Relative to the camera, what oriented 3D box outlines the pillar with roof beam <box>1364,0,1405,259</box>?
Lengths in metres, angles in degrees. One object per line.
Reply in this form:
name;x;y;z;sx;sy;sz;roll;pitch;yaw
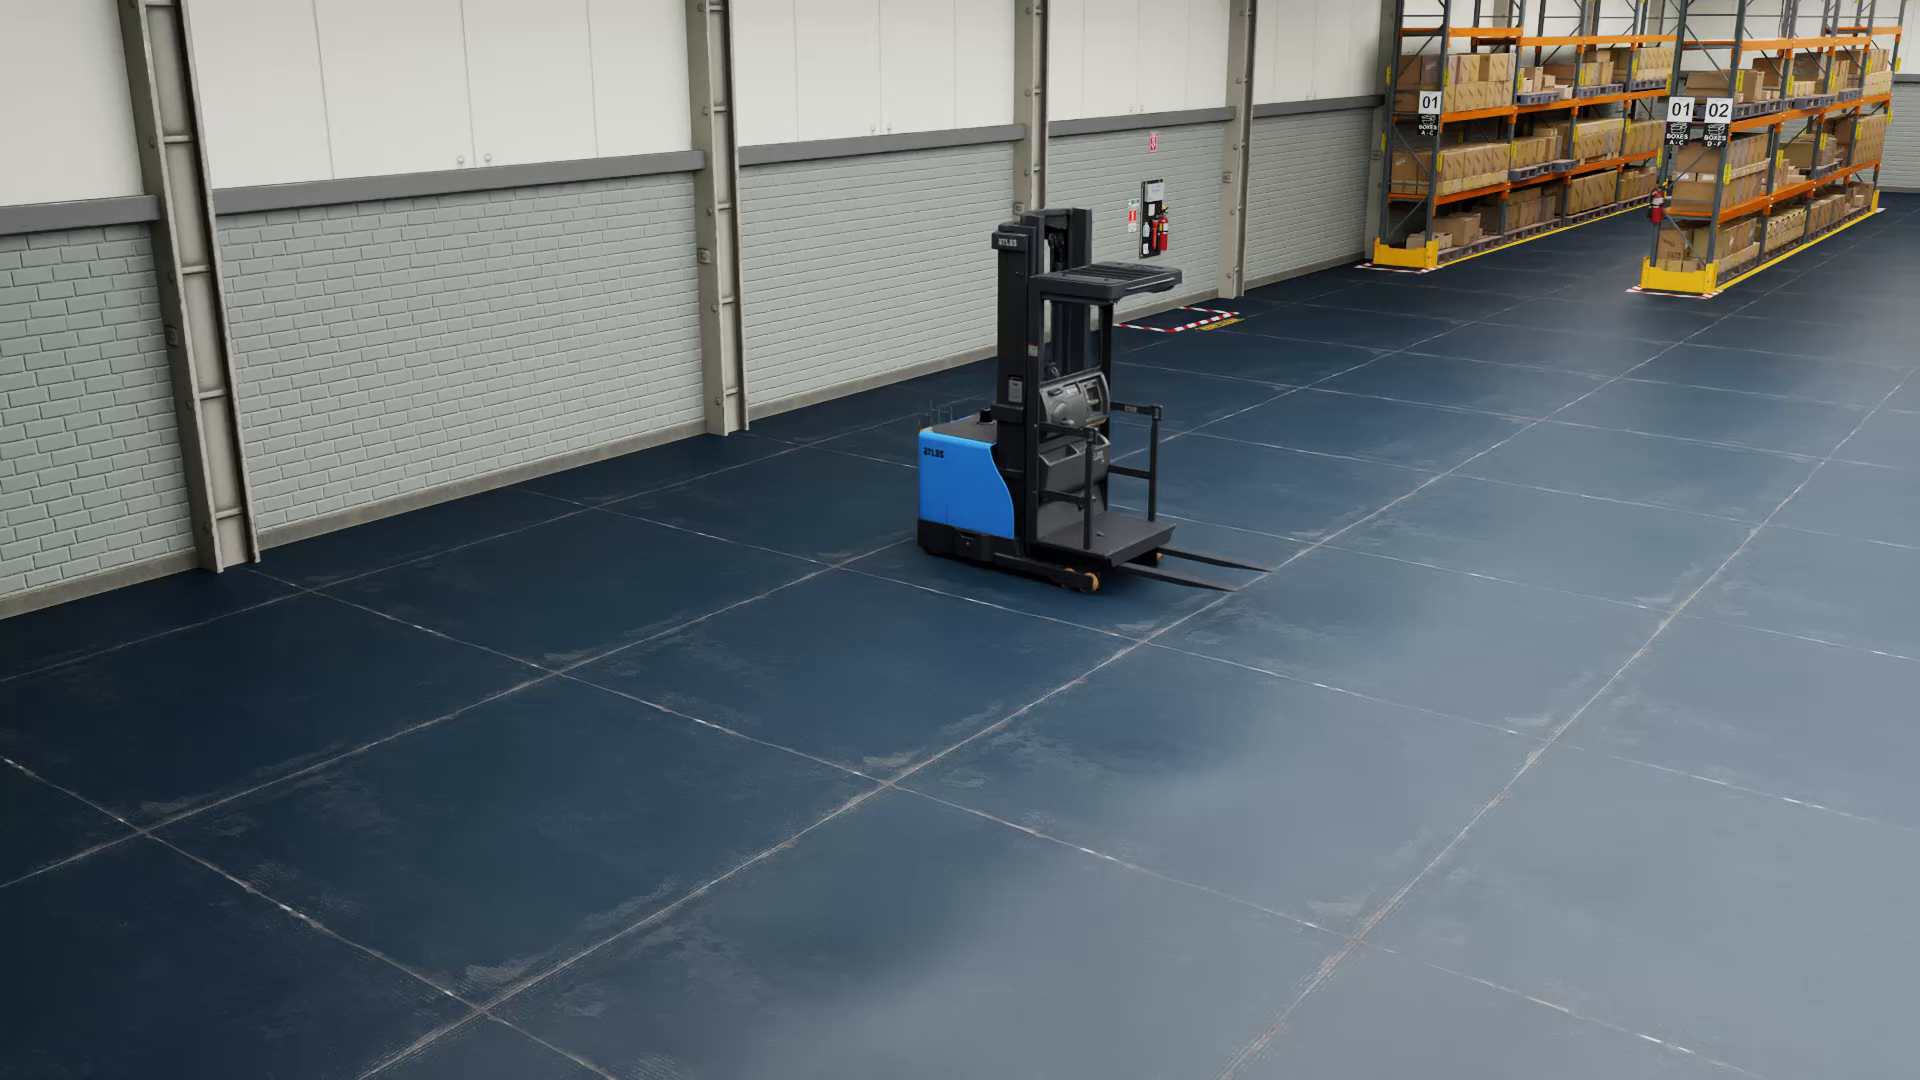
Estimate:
pillar with roof beam;11.562;-9.053;28.723;9.100;9.000;0.400;12;21;35

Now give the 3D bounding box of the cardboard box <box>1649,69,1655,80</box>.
cardboard box;16.771;-11.457;40.898;0.500;0.250;0.500;12;21;33

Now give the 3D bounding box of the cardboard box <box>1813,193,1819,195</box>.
cardboard box;19.029;-7.557;37.494;0.500;0.500;0.500;11;21;32

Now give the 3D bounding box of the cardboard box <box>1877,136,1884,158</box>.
cardboard box;21.848;-9.459;39.976;0.500;0.500;0.500;13;22;36

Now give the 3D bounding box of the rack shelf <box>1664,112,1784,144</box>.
rack shelf;13.555;-7.320;29.413;1.077;0.370;4.000;12;21;35

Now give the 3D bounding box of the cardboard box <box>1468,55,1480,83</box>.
cardboard box;9.443;-8.880;31.335;0.500;0.500;0.500;13;22;36

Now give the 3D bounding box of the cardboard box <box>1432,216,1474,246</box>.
cardboard box;9.684;-6.096;32.790;0.700;0.500;0.500;11;20;31

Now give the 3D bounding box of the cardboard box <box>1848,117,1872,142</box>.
cardboard box;20.634;-9.446;38.249;0.500;0.500;0.500;12;21;33

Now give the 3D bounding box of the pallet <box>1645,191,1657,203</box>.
pallet;17.502;-8.904;43.061;1.003;0.211;1.213;12;21;35

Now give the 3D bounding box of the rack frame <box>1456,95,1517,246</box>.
rack frame;10.766;-7.582;34.101;1.000;3.000;0.127;12;21;35

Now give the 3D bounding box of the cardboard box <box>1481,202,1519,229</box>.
cardboard box;11.459;-6.908;35.405;0.700;0.500;0.500;12;21;34

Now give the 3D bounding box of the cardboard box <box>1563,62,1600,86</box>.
cardboard box;14.290;-10.736;38.288;0.700;0.500;0.500;12;21;35

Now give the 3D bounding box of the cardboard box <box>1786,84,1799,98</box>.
cardboard box;15.935;-8.713;32.232;0.500;0.250;0.500;10;20;30

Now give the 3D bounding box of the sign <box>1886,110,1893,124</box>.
sign;22.330;-10.167;39.939;0.100;0.325;0.005;12;21;35

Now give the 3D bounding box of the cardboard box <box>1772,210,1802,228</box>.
cardboard box;16.711;-6.522;33.671;0.500;0.311;0.500;12;21;34

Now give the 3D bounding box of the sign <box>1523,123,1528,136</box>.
sign;12.702;-9.185;37.311;0.100;0.325;0.005;12;21;35

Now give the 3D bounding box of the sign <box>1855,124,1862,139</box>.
sign;19.961;-9.069;36.936;0.100;0.325;0.005;12;21;35

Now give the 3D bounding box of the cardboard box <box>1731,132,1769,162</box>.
cardboard box;14.487;-7.268;30.734;0.700;0.500;0.500;13;21;35

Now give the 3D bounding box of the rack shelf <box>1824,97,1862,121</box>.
rack shelf;18.322;-9.225;35.549;1.077;0.370;4.000;12;21;35

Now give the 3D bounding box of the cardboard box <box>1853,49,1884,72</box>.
cardboard box;21.026;-11.156;38.698;0.700;0.500;0.500;12;21;35

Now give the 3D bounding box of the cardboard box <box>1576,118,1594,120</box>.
cardboard box;14.743;-9.856;39.454;0.500;0.250;0.500;13;21;35

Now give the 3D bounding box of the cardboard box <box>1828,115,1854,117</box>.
cardboard box;20.813;-9.788;39.349;0.500;0.500;0.500;13;21;35

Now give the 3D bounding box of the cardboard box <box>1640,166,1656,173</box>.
cardboard box;17.649;-9.509;42.721;0.380;0.149;0.250;12;21;34

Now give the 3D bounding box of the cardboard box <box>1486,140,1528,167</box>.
cardboard box;11.435;-8.087;34.817;0.700;0.500;0.500;15;23;40

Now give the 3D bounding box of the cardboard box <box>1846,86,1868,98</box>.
cardboard box;20.002;-10.046;37.231;0.500;0.250;0.500;12;21;35

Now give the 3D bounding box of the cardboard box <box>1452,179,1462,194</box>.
cardboard box;9.226;-6.753;31.652;0.500;0.250;0.500;12;21;33

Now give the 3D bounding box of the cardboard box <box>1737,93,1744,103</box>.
cardboard box;13.206;-7.584;28.529;0.380;0.149;0.250;12;21;35

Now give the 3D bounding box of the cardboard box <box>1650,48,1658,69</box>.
cardboard box;16.774;-11.817;40.793;0.500;0.500;0.500;13;21;35

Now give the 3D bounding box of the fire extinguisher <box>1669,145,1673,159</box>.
fire extinguisher;18.377;-10.179;43.225;0.296;0.674;0.183;12;21;35

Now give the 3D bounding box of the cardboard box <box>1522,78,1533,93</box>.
cardboard box;11.523;-9.435;34.453;0.500;0.311;0.500;13;22;36

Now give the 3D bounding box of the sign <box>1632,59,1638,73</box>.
sign;15.974;-11.223;39.367;0.100;0.325;0.005;12;21;35

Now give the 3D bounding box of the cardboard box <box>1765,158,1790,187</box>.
cardboard box;16.143;-7.305;33.042;0.500;0.500;0.500;11;20;32

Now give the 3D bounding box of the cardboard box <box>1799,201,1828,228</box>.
cardboard box;18.241;-6.979;35.632;0.500;0.500;0.500;12;21;34

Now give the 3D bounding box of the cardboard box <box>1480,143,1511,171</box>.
cardboard box;10.733;-7.711;33.471;0.500;0.500;0.500;12;21;35

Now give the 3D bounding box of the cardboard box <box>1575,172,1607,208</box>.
cardboard box;14.723;-8.271;39.238;0.750;0.750;0.750;13;22;36

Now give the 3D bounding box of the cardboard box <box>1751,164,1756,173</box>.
cardboard box;14.149;-6.720;30.064;0.380;0.149;0.250;12;21;34

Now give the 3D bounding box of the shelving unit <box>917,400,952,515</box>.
shelving unit;-0.219;-0.619;14.712;0.258;1.200;0.189;12;21;36

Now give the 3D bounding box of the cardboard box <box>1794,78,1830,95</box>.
cardboard box;17.363;-9.250;34.247;0.910;0.500;0.500;12;21;35

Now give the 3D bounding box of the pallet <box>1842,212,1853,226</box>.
pallet;19.923;-7.444;38.361;1.003;0.211;1.213;12;21;35

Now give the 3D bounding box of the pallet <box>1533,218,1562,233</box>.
pallet;12.683;-7.017;36.984;1.003;0.211;1.213;12;21;35

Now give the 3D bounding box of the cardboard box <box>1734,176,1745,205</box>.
cardboard box;13.572;-6.281;29.742;0.700;0.500;0.500;13;22;36

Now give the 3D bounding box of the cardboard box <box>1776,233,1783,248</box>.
cardboard box;15.798;-5.893;32.589;0.500;0.250;0.500;12;21;33

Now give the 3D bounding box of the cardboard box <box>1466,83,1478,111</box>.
cardboard box;9.438;-8.400;31.477;0.500;0.500;0.500;14;22;37

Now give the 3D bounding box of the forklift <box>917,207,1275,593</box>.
forklift;1.109;-1.148;13.498;3.031;2.935;1.130;13;21;35

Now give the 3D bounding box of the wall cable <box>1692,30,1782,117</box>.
wall cable;21.573;-13.106;47.010;3.097;2.526;0.112;12;21;35

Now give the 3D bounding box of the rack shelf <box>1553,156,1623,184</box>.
rack shelf;14.341;-8.667;38.810;1.077;0.370;4.000;12;21;35

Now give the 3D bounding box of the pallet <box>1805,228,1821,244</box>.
pallet;17.605;-6.500;35.318;1.003;0.211;1.213;12;21;35

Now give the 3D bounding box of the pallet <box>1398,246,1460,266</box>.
pallet;8.940;-5.503;32.108;1.003;0.211;1.213;12;21;35

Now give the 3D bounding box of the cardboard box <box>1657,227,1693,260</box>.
cardboard box;12.444;-5.181;29.032;0.500;0.500;0.500;12;21;35

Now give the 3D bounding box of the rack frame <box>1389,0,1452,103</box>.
rack frame;8.383;-9.494;30.144;1.000;3.000;0.127;12;21;35

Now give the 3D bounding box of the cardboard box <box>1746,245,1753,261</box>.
cardboard box;14.340;-5.328;30.773;0.500;0.250;0.500;12;21;35

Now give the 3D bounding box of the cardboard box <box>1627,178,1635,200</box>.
cardboard box;16.363;-8.773;41.444;0.700;0.500;0.500;12;21;34
